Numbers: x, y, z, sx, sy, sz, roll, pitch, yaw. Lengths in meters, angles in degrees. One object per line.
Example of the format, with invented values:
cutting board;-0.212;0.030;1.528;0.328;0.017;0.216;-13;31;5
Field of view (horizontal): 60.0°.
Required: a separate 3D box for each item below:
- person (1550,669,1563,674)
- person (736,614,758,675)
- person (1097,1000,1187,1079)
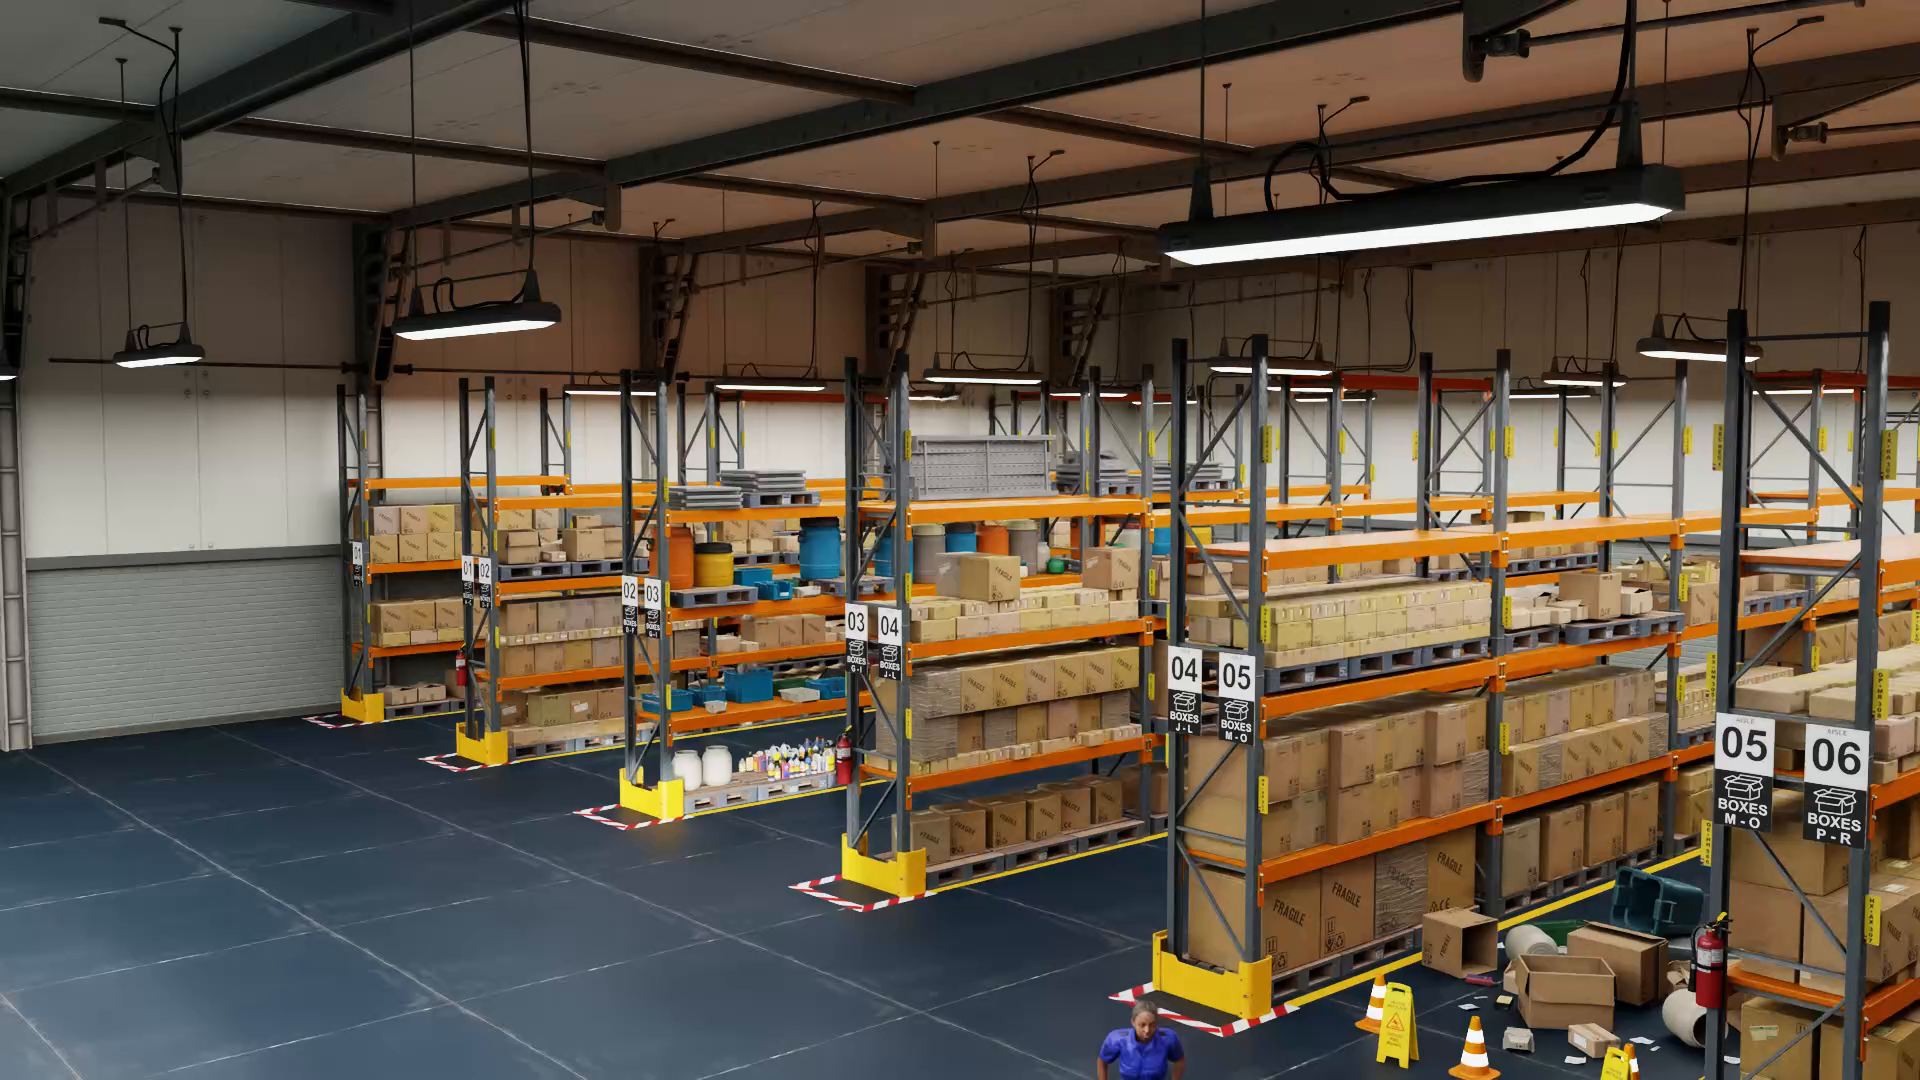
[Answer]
person;8.813;2.728;24.404;0.874;1.731;0.638;-4;5;-45
person;-3.998;2.241;31.687;0.847;1.653;0.599;-2;4;-33
person;1.168;3.684;10.834;0.578;1.608;0.849;0;4;-5
